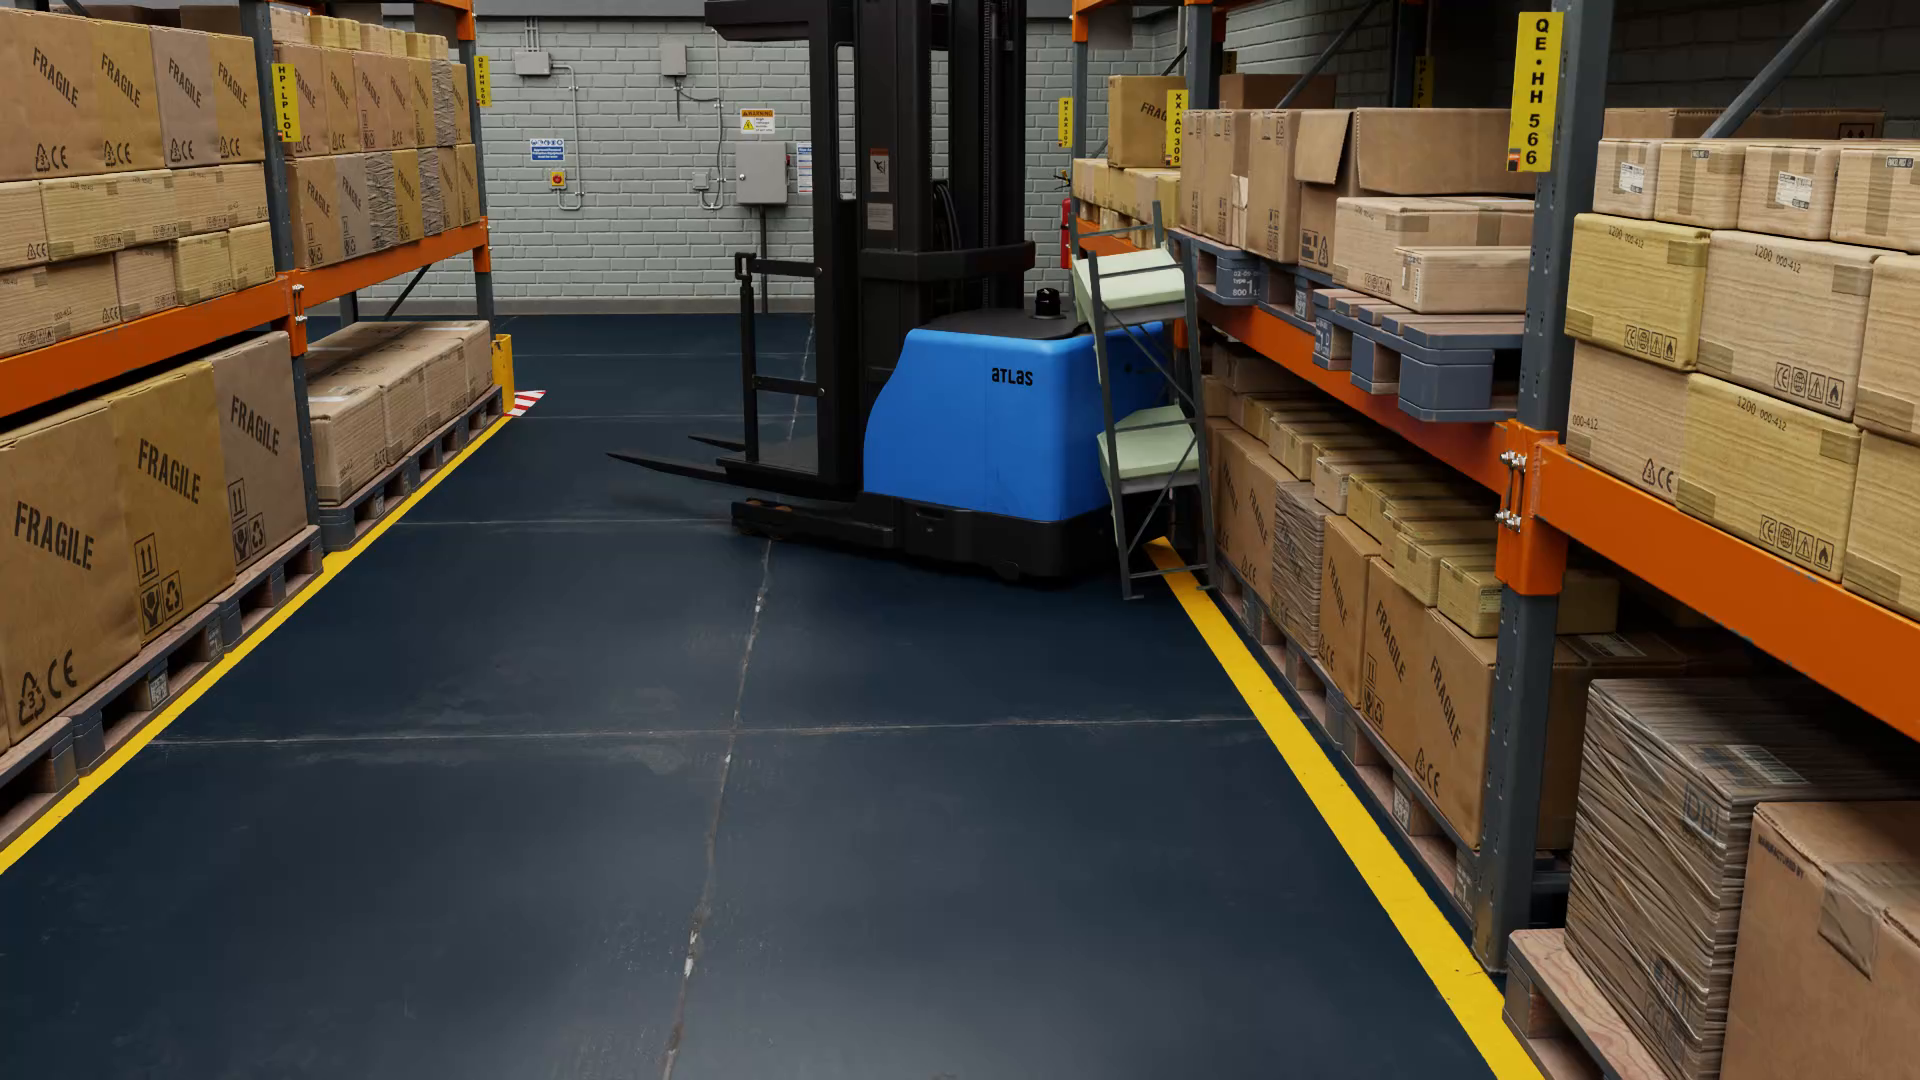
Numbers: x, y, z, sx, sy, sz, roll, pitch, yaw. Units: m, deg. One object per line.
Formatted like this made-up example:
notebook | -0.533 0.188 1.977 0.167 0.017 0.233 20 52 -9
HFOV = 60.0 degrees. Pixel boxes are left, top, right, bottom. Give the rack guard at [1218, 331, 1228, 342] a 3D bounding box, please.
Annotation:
rack guard | 1.267 -1.192 11.656 1.175 0.500 0.348 -1 14 -3

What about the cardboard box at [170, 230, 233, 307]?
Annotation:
cardboard box | -3.134 -1.042 6.358 0.500 0.250 0.500 -1 14 -4

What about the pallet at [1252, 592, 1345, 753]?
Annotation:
pallet | 1.677 0.430 5.933 1.003 0.211 1.213 -1 14 -3

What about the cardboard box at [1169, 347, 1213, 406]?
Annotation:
cardboard box | 1.284 -0.789 9.248 0.700 0.500 0.500 -1 14 -6

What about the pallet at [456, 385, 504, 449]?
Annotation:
pallet | -3.564 -0.796 10.695 1.003 0.211 1.213 -1 14 -3

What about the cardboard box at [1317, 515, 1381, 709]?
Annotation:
cardboard box | 1.461 0.219 5.330 0.500 0.500 0.500 0 14 -1

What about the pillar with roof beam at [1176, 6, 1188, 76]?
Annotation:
pillar with roof beam | -2.302 -5.945 13.072 9.100 9.000 0.400 -1 14 -3

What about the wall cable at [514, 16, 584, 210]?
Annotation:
wall cable | -4.065 -4.253 16.435 0.585 1.953 0.123 -1 14 -3

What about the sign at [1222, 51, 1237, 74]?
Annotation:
sign | 1.817 -3.139 11.248 0.100 0.325 0.005 -1 14 -3

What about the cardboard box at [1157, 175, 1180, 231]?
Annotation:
cardboard box | 1.235 -1.621 8.010 0.500 0.250 0.500 -1 14 -2

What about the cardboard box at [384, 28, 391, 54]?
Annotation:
cardboard box | -3.338 -2.722 9.078 0.380 0.149 0.250 0 14 -2

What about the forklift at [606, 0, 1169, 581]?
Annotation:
forklift | -0.500 -1.513 8.024 3.031 2.935 1.130 11 18 35

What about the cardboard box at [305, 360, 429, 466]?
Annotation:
cardboard box | -3.432 -0.692 8.995 0.875 0.438 0.875 -1 14 -5

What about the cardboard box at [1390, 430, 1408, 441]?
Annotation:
cardboard box | 1.871 -0.388 6.387 0.380 0.149 0.250 0 14 -2

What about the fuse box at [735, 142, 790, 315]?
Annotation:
fuse box | -1.959 -3.118 16.711 0.539 1.711 0.414 -1 14 -3

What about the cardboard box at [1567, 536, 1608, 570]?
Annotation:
cardboard box | 1.951 0.000 4.880 0.380 0.149 0.250 -1 14 -3

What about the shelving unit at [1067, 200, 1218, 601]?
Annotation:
shelving unit | 0.774 -0.600 7.071 0.431 1.500 0.755 -8 23 1

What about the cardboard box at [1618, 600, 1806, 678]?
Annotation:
cardboard box | 2.011 0.466 4.368 0.500 0.500 0.500 0 14 -1

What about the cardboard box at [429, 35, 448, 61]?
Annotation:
cardboard box | -3.330 -2.979 10.075 0.380 0.149 0.250 -1 14 -4

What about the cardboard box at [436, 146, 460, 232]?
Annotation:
cardboard box | -3.382 -2.151 10.167 0.500 0.500 0.500 -1 14 -5

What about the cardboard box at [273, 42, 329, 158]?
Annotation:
cardboard box | -3.232 -2.004 7.588 0.500 0.500 0.500 -1 14 -3

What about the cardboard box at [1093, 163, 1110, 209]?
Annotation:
cardboard box | 1.087 -2.124 9.967 0.500 0.250 0.500 -1 14 -4

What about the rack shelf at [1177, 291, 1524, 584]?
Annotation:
rack shelf | 1.634 -0.581 5.708 1.077 0.370 4.000 -1 14 -3

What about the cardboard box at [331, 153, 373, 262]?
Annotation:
cardboard box | -3.239 -1.643 8.193 0.500 0.500 0.500 -1 14 -3

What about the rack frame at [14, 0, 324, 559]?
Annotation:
rack frame | -3.444 -1.349 7.250 1.000 3.000 0.127 -1 14 -3

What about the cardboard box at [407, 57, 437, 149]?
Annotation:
cardboard box | -3.335 -2.508 9.546 0.500 0.500 0.500 -1 14 -4

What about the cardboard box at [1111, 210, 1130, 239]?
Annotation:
cardboard box | 1.075 -1.827 9.613 0.380 0.149 0.250 -1 14 -2

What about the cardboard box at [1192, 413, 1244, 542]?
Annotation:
cardboard box | 1.315 -0.296 7.329 0.500 0.500 0.500 0 14 -1

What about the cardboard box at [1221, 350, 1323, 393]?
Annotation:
cardboard box | 1.330 -0.720 7.081 0.380 0.149 0.250 -2 15 -6

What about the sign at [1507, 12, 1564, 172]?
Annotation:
sign | 1.217 -0.943 3.509 0.100 0.325 0.005 -1 14 -3

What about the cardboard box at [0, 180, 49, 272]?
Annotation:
cardboard box | -3.031 -0.906 4.826 0.500 0.250 0.500 -1 14 -4

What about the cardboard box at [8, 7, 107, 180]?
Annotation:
cardboard box | -3.068 -1.391 5.206 0.500 0.500 0.500 -1 14 -3

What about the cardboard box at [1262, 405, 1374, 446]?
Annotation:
cardboard box | 1.419 -0.441 6.592 0.380 0.149 0.250 -1 14 -4

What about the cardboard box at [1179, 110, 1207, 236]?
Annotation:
cardboard box | 1.317 -1.555 7.005 0.700 0.500 0.500 -1 14 -2

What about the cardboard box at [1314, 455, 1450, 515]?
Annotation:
cardboard box | 1.420 -0.188 5.609 0.380 0.149 0.250 -2 15 -6

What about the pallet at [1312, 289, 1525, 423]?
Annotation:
pallet | 1.646 -0.506 4.360 1.213 0.211 1.003 -1 14 -3

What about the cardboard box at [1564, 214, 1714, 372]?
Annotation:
cardboard box | 1.516 -0.487 3.196 0.500 0.250 0.500 -1 14 -3

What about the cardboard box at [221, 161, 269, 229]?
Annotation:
cardboard box | -3.174 -1.413 6.795 0.500 0.250 0.500 -1 14 -3

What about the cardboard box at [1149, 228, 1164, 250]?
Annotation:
cardboard box | 1.160 -1.509 8.376 0.380 0.149 0.250 -1 14 -2

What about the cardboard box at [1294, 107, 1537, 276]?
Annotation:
cardboard box | 1.472 -1.088 5.186 0.797 0.503 0.637 -1 14 -5

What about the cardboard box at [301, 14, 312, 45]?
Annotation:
cardboard box | -3.294 -2.405 7.844 0.380 0.149 0.250 -1 14 -4

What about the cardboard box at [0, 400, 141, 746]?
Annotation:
cardboard box | -3.207 0.076 5.131 0.875 0.875 0.875 -1 14 -3

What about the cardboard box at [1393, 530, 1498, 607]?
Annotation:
cardboard box | 1.426 0.075 4.587 0.380 0.149 0.250 -2 15 -6

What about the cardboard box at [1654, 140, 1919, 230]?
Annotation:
cardboard box | 1.501 -0.644 3.008 0.380 0.149 0.250 -1 14 -2

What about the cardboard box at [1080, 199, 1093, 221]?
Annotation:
cardboard box | 1.009 -2.214 11.115 0.380 0.149 0.250 -1 14 -4

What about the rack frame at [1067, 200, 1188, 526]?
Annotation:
rack frame | 0.757 -0.740 7.409 0.400 1.500 0.023 -8 23 1
